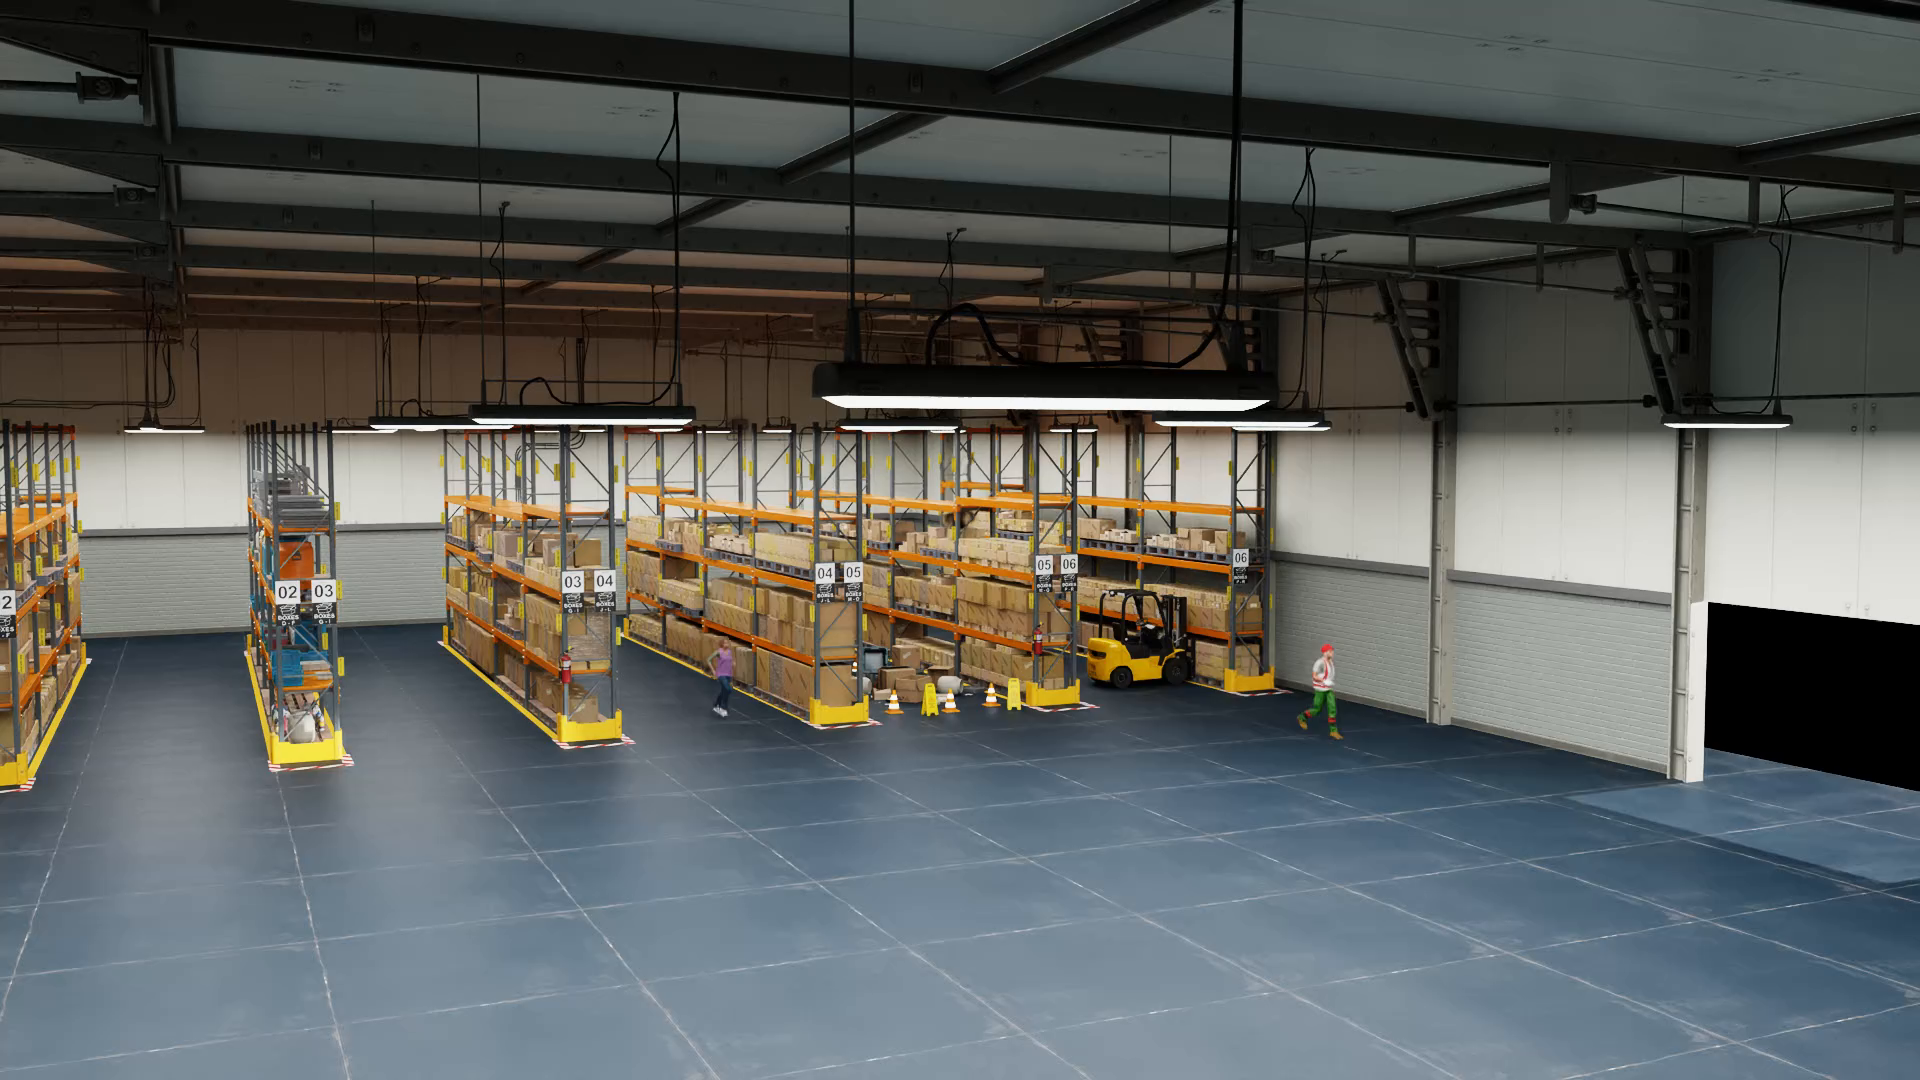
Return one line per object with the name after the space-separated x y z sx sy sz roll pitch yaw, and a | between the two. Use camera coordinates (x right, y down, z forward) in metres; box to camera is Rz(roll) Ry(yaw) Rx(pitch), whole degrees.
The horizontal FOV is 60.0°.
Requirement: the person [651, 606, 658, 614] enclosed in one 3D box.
-8.912 1.848 49.028 0.625 1.666 0.663 1 4 12 | person

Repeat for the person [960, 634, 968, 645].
0.074 2.104 45.284 0.608 1.624 0.694 -2 4 -34 | person

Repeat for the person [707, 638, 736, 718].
-4.812 2.805 33.896 0.694 1.630 0.503 3 4 36 | person

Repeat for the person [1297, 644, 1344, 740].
6.879 2.855 31.605 1.030 1.775 0.684 3 5 43 | person
